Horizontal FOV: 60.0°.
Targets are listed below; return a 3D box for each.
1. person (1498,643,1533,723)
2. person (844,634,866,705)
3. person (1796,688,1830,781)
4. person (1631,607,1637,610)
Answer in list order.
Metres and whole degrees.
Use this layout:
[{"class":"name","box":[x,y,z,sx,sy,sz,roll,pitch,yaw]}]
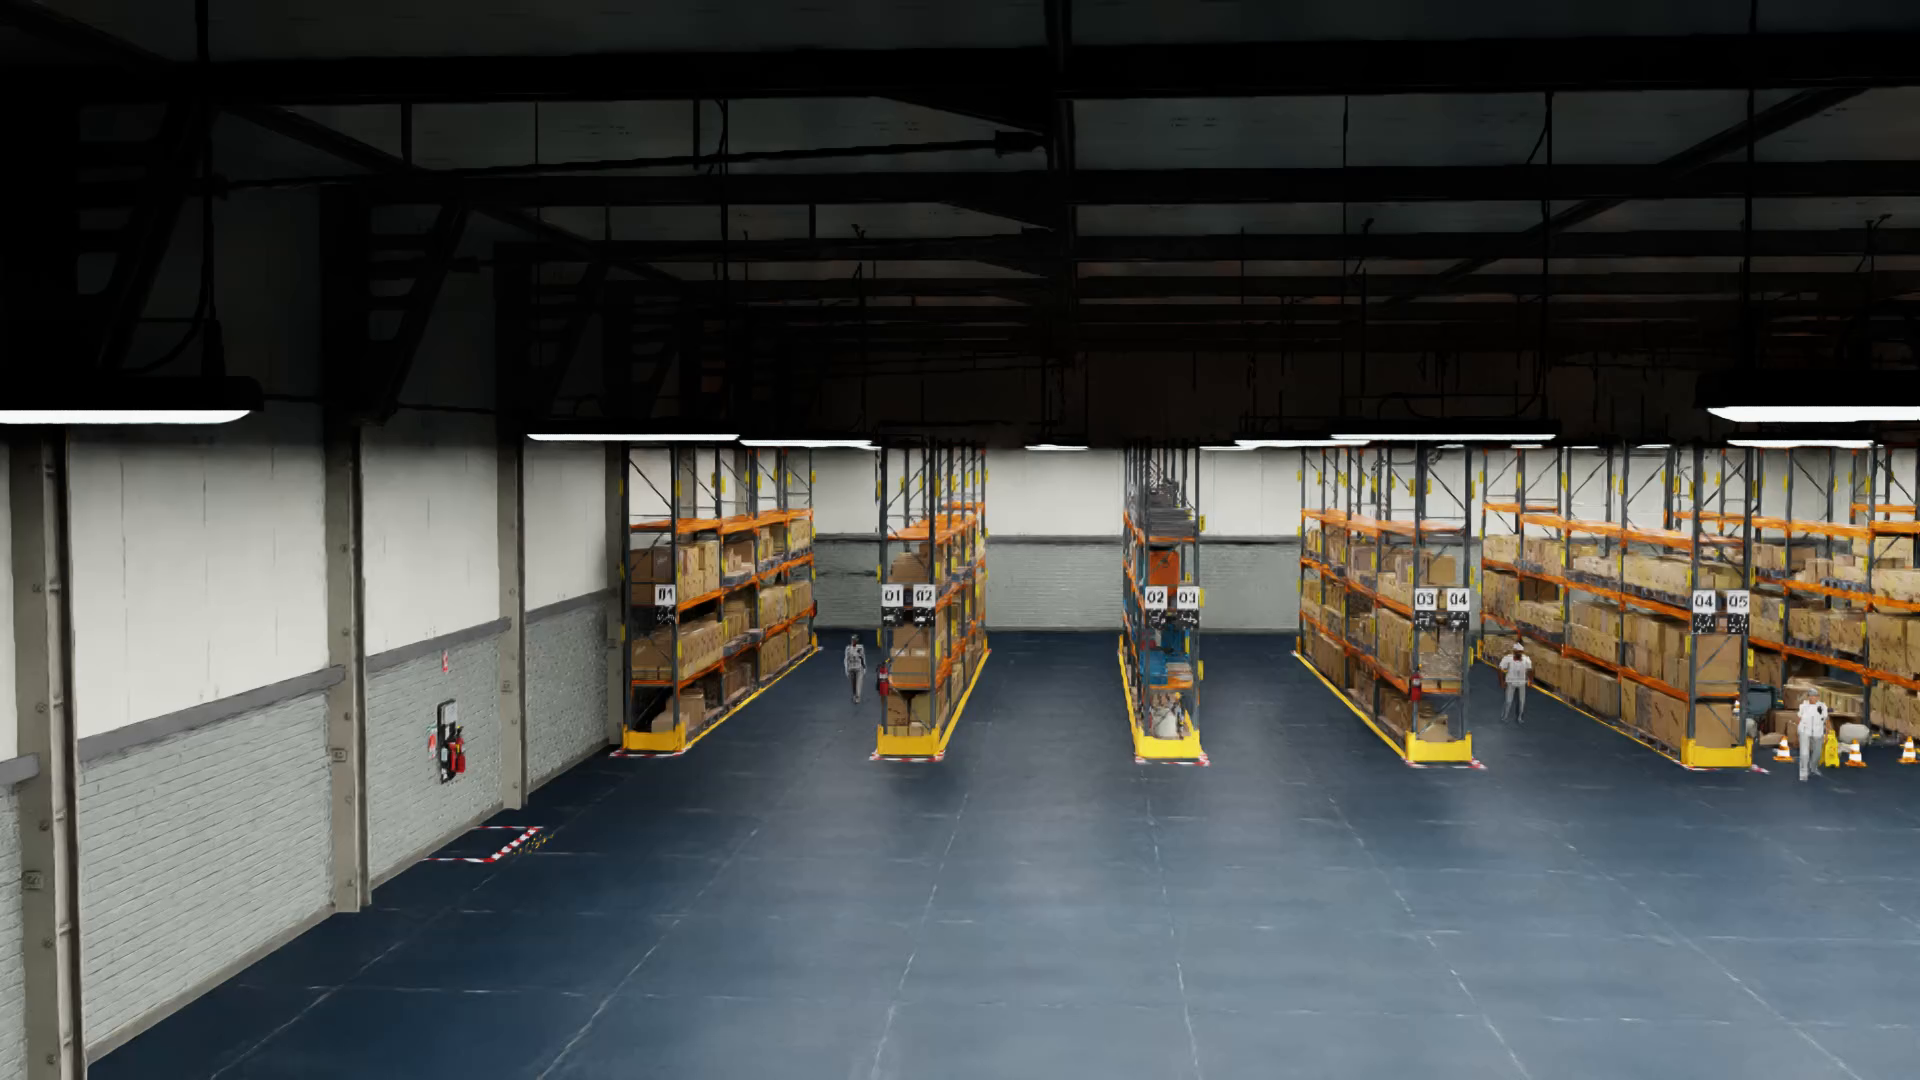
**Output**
[{"class":"person","box":[11.666,3.006,34.920,0.719,1.713,0.578,0,3,3]},{"class":"person","box":[-2.383,2.895,37.634,0.495,1.589,1.086,0,3,6]},{"class":"person","box":[14.844,3.362,28.949,0.502,1.602,0.916,1,3,21]},{"class":"person","box":[17.394,2.571,43.046,0.583,1.665,0.565,1,3,25]}]
